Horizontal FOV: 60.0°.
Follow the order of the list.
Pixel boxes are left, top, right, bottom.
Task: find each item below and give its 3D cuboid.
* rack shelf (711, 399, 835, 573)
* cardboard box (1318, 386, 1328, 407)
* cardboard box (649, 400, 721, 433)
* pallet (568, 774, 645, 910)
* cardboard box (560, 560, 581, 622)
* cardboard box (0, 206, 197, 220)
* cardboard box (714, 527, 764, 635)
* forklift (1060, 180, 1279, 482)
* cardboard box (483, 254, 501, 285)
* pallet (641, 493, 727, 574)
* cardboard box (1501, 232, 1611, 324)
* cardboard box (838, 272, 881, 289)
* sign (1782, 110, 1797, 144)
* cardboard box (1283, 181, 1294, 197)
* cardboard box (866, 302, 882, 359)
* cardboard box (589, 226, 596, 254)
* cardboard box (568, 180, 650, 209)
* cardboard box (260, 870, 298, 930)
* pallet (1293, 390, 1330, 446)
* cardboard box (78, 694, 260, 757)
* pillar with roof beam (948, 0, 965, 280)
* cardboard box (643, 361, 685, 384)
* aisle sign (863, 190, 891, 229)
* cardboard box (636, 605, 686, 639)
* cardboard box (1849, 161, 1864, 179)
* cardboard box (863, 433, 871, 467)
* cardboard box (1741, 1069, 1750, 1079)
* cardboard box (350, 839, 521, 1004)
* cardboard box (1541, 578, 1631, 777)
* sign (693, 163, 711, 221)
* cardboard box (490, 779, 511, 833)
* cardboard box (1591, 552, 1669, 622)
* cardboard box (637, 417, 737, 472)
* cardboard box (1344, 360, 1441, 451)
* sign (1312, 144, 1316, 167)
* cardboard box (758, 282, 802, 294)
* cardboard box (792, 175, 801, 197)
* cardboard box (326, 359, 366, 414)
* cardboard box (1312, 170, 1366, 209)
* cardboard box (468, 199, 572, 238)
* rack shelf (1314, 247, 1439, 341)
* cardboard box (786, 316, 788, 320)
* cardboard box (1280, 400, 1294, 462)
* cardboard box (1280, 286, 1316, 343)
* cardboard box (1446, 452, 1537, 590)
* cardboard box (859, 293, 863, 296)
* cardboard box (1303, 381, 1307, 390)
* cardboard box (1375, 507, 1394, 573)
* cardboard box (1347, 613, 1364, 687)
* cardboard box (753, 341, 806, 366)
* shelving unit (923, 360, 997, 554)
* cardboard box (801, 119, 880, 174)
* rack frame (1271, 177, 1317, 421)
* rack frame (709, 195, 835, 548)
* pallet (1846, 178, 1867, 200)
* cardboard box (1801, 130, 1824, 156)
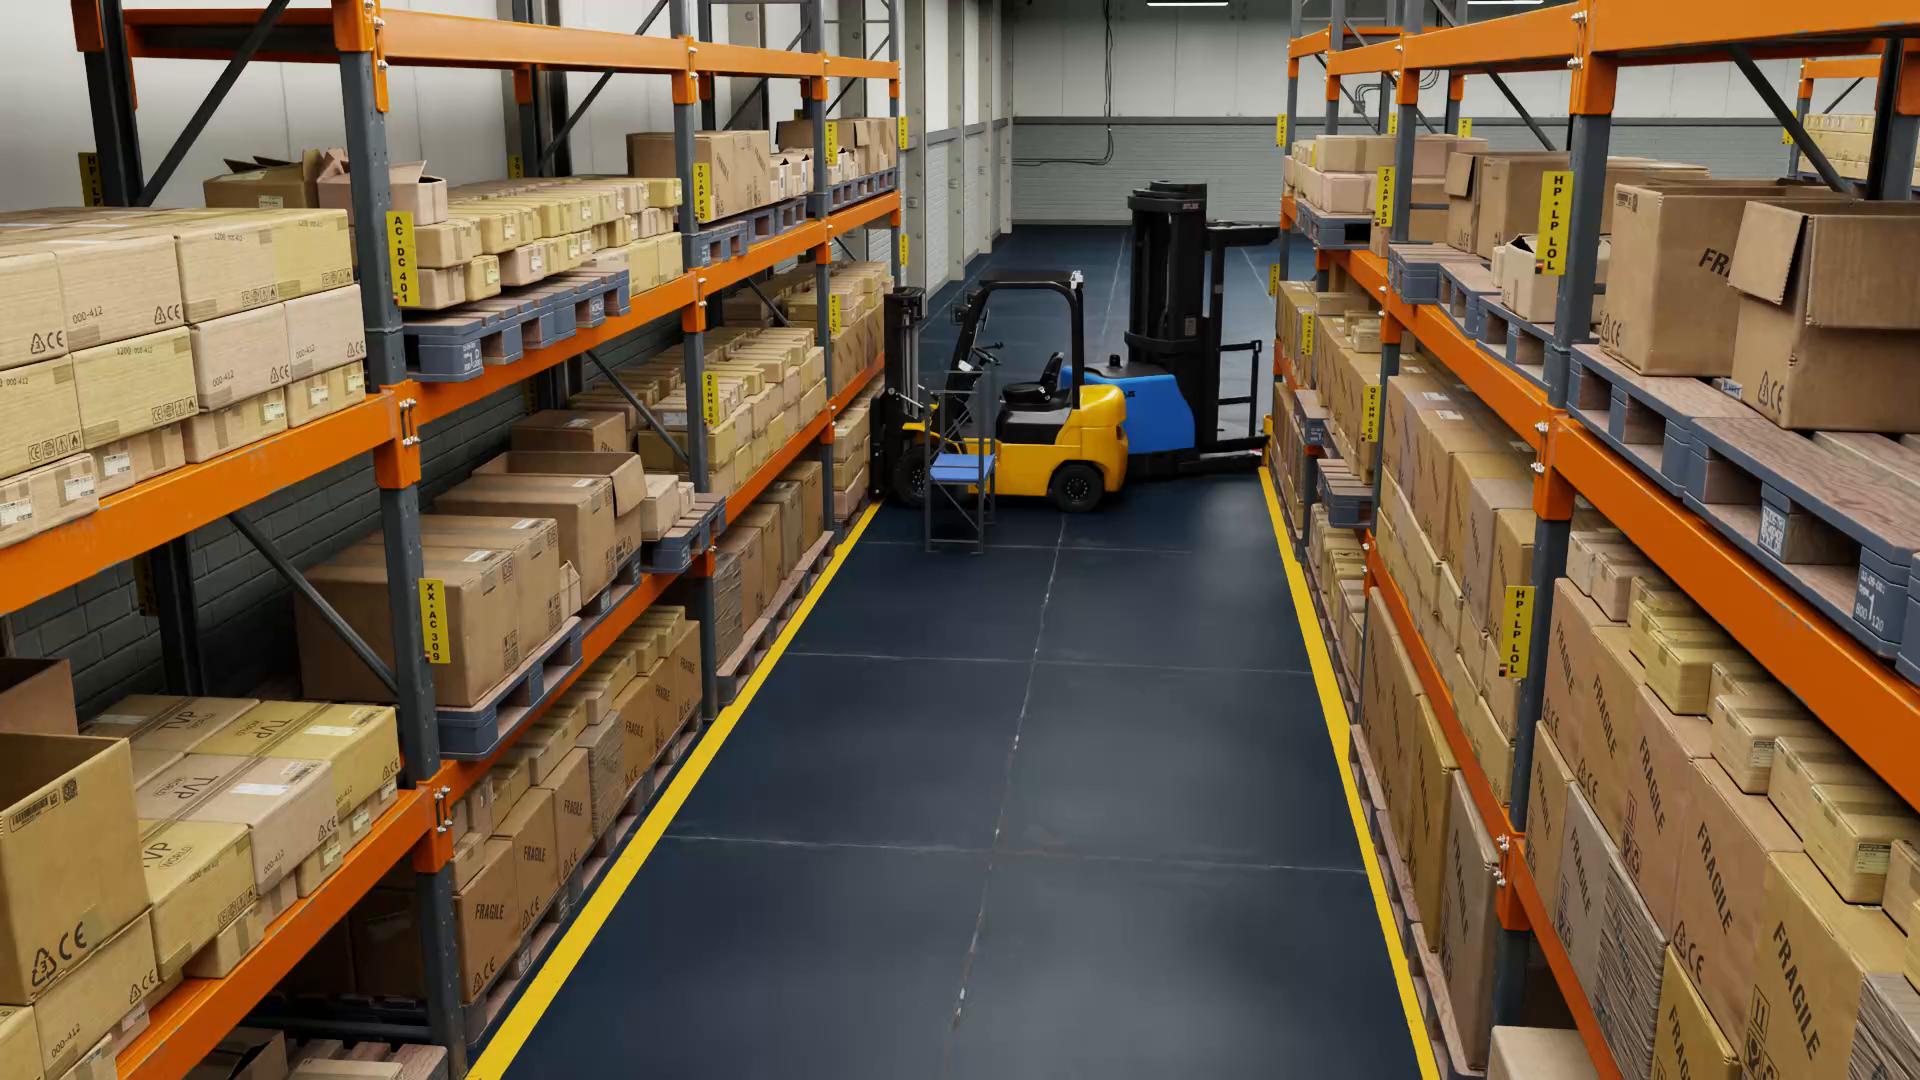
[{"bbox_3d":[-1.810,-0.505,12.161,1.077,0.370,4.000,2,15,6],"label":"rack shelf"},{"bbox_3d":[2.935,-1.109,12.692,0.380,0.149,0.250,2,15,7],"label":"cardboard box"},{"bbox_3d":[-1.707,-0.769,10.325,0.380,0.149,0.250,2,15,8],"label":"cardboard box"},{"bbox_3d":[-2.297,1.521,8.634,1.003,0.211,1.213,2,15,6],"label":"pallet"},{"bbox_3d":[-1.949,0.217,7.566,0.396,0.266,0.258,2,15,9],"label":"cardboard box"},{"bbox_3d":[-2.825,-0.937,5.392,0.500,0.250,0.500,2,15,6],"label":"cardboard box"},{"bbox_3d":[-1.885,0.279,11.628,0.875,0.625,0.625,2,15,8],"label":"cardboard box"},{"bbox_3d":[2.582,-2.233,17.304,3.031,2.935,1.130,-7,17,-24],"label":"forklift"},{"bbox_3d":[-2.063,-1.074,6.627,0.380,0.149,0.250,2,15,7],"label":"cardboard box"},{"bbox_3d":[-2.042,-0.063,9.516,1.213,0.211,1.003,2,15,6],"label":"pallet"},{"bbox_3d":[2.337,-0.993,6.209,0.500,0.311,0.500,2,15,6],"label":"cardboard box"},{"bbox_3d":[-0.984,-2.548,16.333,0.380,0.149,0.250,2,15,8],"label":"cardboard box"},{"bbox_3d":[8.179,-4.070,16.393,0.100,0.325,0.005,2,15,6],"label":"sign"},{"bbox_3d":[3.440,-3.513,16.644,0.380,0.149,0.250,2,15,6],"label":"cardboard box"},{"bbox_3d":[-1.052,-2.054,16.320,0.500,0.500,0.500,1,15,5],"label":"cardboard box"},{"bbox_3d":[-2.007,-1.470,8.127,0.380,0.149,0.250,2,15,8],"label":"cardboard box"},{"bbox_3d":[-1.915,-1.882,9.083,0.380,0.149,0.250,1,15,4],"label":"cardboard box"},{"bbox_3d":[-2.341,1.119,5.259,0.380,0.149,0.250,2,15,8],"label":"cardboard box"},{"bbox_3d":[3.118,-0.939,12.756,1.003,0.211,1.213,2,15,6],"label":"pallet"},{"bbox_3d":[-2.811,0.753,5.847,0.500,0.250,0.500,2,15,6],"label":"cardboard box"},{"bbox_3d":[4.202,-9.692,33.266,9.100,9.000,0.400,2,15,6],"label":"pillar with roof beam"},{"bbox_3d":[-2.046,-1.184,11.860,0.380,0.149,0.250,2,15,8],"label":"cardboard box"},{"bbox_3d":[-0.833,-3.672,17.514,0.394,0.787,0.004,2,15,6],"label":"aisle sign"},{"bbox_3d":[-1.839,0.493,9.834,0.380,0.149,0.250,1,15,4],"label":"cardboard box"},{"bbox_3d":[8.230,-3.314,14.912,0.380,0.149,0.250,2,15,6],"label":"cardboard box"},{"bbox_3d":[-1.100,-0.865,15.619,0.500,0.250,0.500,2,15,6],"label":"cardboard box"},{"bbox_3d":[1.906,1.442,3.391,0.500,0.500,0.500,2,15,8],"label":"cardboard box"},{"bbox_3d":[-2.208,1.589,7.023,0.500,0.500,0.500,2,15,9],"label":"cardboard box"},{"bbox_3d":[2.151,0.435,5.201,0.500,0.500,0.500,2,15,7],"label":"cardboard box"},{"bbox_3d":[-1.496,-2.015,9.629,0.100,0.325,0.005,2,15,6],"label":"sign"},{"bbox_3d":[-2.210,1.169,7.336,0.380,0.149,0.250,1,15,3],"label":"cardboard box"},{"bbox_3d":[2.139,0.146,5.025,0.380,0.149,0.250,2,15,7],"label":"cardboard box"},{"bbox_3d":[-1.718,-0.610,10.499,0.500,0.250,0.500,2,15,6],"label":"cardboard box"},{"bbox_3d":[2.720,-0.843,10.468,0.500,0.500,0.500,1,15,5],"label":"cardboard box"},{"bbox_3d":[2.809,-2.937,13.041,0.100,0.325,0.005,2,15,6],"label":"sign"},{"bbox_3d":[-1.672,-2.299,15.413,0.380,0.149,0.250,2,15,6],"label":"cardboard box"},{"bbox_3d":[-1.406,-2.654,12.471,0.380,0.149,0.250,2,15,6],"label":"cardboard box"},{"bbox_3d":[-2.234,-0.521,5.576,0.380,0.149,0.250,2,15,6],"label":"cardboard box"},{"bbox_3d":[2.828,-2.533,12.018,0.500,0.250,0.500,1,15,6],"label":"cardboard box"},{"bbox_3d":[-1.940,-1.418,7.329,0.380,0.149,0.250,2,15,7],"label":"cardboard box"},{"bbox_3d":[3.123,-1.808,11.232,1.077,0.370,4.000,2,15,6],"label":"rack shelf"},{"bbox_3d":[-1.659,-2.088,15.202,0.380,0.149,0.250,2,15,8],"label":"cardboard box"},{"bbox_3d":[3.313,-1.028,15.743,0.500,0.500,0.500,2,15,7],"label":"cardboard box"},{"bbox_3d":[3.416,-2.206,16.312,0.500,0.500,0.500,2,15,8],"label":"cardboard box"},{"bbox_3d":[2.374,-0.070,7.069,0.500,0.500,0.500,2,15,8],"label":"cardboard box"},{"bbox_3d":[-1.131,-2.276,15.899,0.380,0.149,0.250,2,15,6],"label":"cardboard box"},{"bbox_3d":[3.103,-1.262,14.063,0.380,0.149,0.250,2,15,8],"label":"cardboard box"},{"bbox_3d":[2.592,0.004,9.189,0.500,0.250,0.500,1,15,5],"label":"cardboard box"},{"bbox_3d":[2.971,0.731,10.441,0.950,0.372,0.625,1,15,2],"label":"cardboard box"},{"bbox_3d":[-1.391,-1.436,12.791,0.380,0.149,0.250,1,15,5],"label":"cardboard box"},{"bbox_3d":[0.010,-0.746,14.548,0.538,1.500,1.048,2,15,6],"label":"shelving unit"},{"bbox_3d":[-1.155,-3.771,15.927,0.700,0.500,0.500,2,15,7],"label":"cardboard box"},{"bbox_3d":[3.800,-2.263,17.285,1.000,3.000,0.127,2,15,6],"label":"rack frame"},{"bbox_3d":[-1.584,-1.371,13.986,1.000,3.000,0.127,2,15,6],"label":"rack frame"},{"bbox_3d":[8.521,-3.039,14.577,1.003,0.211,1.213,2,15,6],"label":"pallet"},{"bbox_3d":[8.420,-3.796,15.929,0.500,0.250,0.500,2,15,6],"label":"cardboard box"}]
